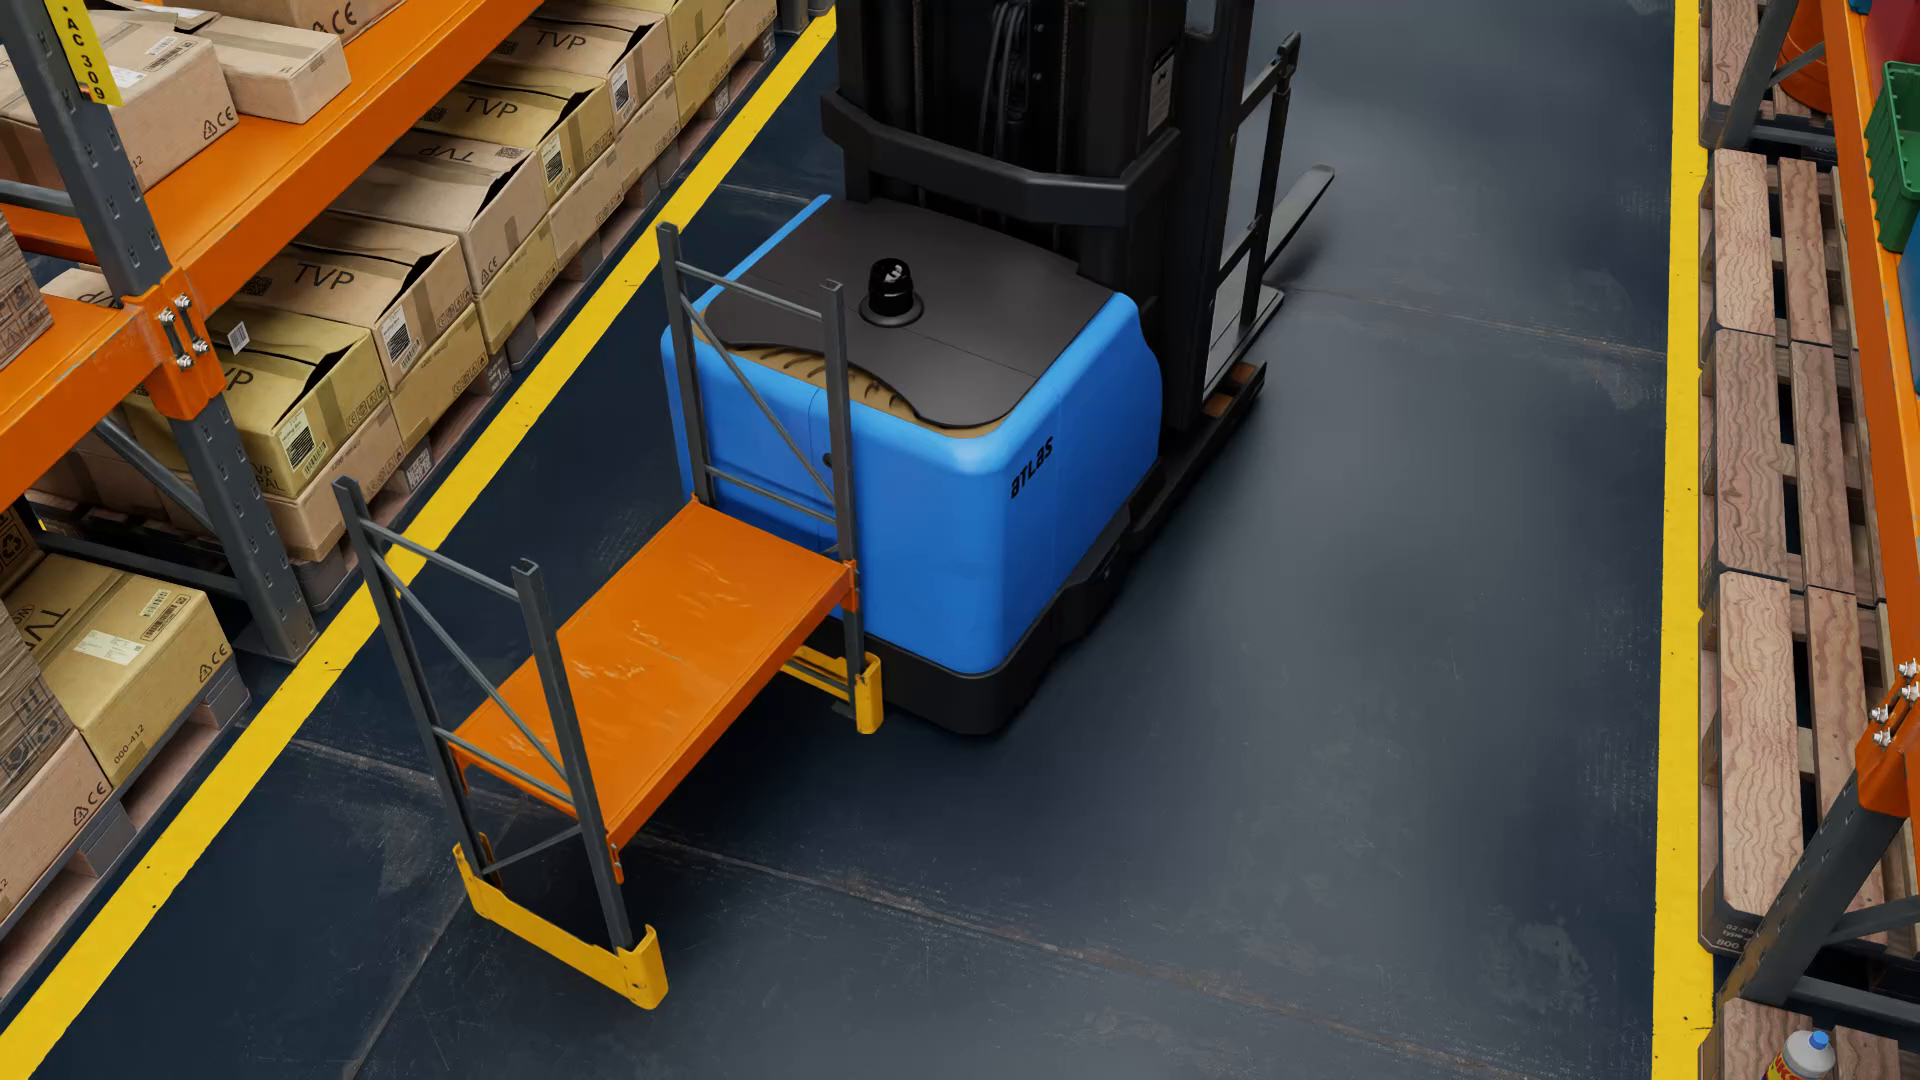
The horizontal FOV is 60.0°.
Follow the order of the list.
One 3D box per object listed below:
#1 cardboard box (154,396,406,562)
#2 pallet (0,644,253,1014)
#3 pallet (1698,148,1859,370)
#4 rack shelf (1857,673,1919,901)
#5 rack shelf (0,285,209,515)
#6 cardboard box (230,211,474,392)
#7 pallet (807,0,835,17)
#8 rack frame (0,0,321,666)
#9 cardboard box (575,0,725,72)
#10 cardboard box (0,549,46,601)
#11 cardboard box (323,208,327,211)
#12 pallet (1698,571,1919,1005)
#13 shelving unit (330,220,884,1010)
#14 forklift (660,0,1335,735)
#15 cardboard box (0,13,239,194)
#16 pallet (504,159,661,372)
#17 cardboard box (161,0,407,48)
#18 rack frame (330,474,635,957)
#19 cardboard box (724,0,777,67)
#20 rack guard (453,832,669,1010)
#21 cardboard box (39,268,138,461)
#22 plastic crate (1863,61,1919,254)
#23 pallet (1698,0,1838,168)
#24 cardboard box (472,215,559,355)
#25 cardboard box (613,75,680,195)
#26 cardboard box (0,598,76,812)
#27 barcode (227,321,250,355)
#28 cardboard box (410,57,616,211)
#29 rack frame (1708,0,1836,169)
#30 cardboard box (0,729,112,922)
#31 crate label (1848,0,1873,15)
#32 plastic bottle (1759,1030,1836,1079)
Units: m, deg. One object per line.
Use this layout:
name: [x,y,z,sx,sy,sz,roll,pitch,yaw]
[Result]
cardboard box: [-2.043,-0.234,5.010,0.500,0.250,0.500,12,46,12]
pallet: [-2.682,0.667,4.417,1.003,0.211,1.213,13,46,13]
pallet: [3.258,-0.960,6.081,1.003,0.211,1.213,13,46,13]
rack shelf: [1.712,1.791,1.789,1.077,0.370,4.000,13,46,13]
rack shelf: [-3.007,0.740,2.864,1.077,0.370,4.000,13,46,13]
cardboard box: [-1.882,-0.774,5.161,0.500,0.311,0.500,12,46,12]
pallet: [-0.928,-3.010,8.175,1.003,0.211,1.213,13,46,13]
rack frame: [-2.401,-0.851,3.975,1.000,3.000,0.127,13,46,13]
cardboard box: [-1.265,-2.136,6.552,0.500,0.311,0.500,12,46,12]
cardboard box: [-2.831,0.227,4.539,0.500,0.250,0.500,13,46,13]
cardboard box: [-2.247,-1.229,5.626,0.500,0.311,0.500,12,46,12]
pallet: [2.519,0.666,4.418,1.003,0.211,1.213,13,46,13]
shelving unit: [-0.735,0.191,3.982,0.587,1.500,1.083,22,49,21]
forklift: [0.388,-1.528,4.716,1.130,2.935,3.031,22,49,21]
cardboard box: [-2.294,-1.134,4.372,0.500,0.250,0.500,15,46,15]
pallet: [-1.848,-1.169,6.294,1.003,0.211,1.213,13,46,13]
cardboard box: [-1.994,-1.746,4.818,0.500,0.500,0.500,16,47,15]
rack frame: [-0.997,0.503,3.663,0.500,1.500,0.032,22,49,21]
cardboard box: [-1.117,-2.282,7.103,0.500,0.250,0.500,14,46,13]
rack guard: [-0.987,0.938,4.112,0.587,0.250,0.087,22,49,21]
cardboard box: [-2.552,-0.549,4.931,0.500,0.311,0.500,13,46,13]
plastic crate: [2.577,-0.944,4.221,0.450,0.188,0.662,13,46,13]
pallet: [3.729,-2.003,7.146,1.003,0.211,1.213,13,46,13]
cardboard box: [-1.733,-0.921,5.712,0.500,0.250,0.500,11,45,11]
cardboard box: [-1.425,-1.603,6.409,0.500,0.250,0.500,14,46,13]
cardboard box: [-2.496,0.400,3.826,0.500,0.500,0.500,13,46,13]
barcode: [-1.927,-0.539,4.443,0.001,0.075,0.075,13,46,13]
cardboard box: [-1.575,-1.466,5.868,0.500,0.311,0.500,14,46,14]
rack frame: [3.529,-2.465,5.625,1.000,3.000,0.127,13,46,13]
cardboard box: [-2.494,0.669,4.088,0.500,0.250,0.500,13,46,13]
crate label: [2.971,-1.873,4.994,0.502,0.435,0.616,13,46,13]
plastic bottle: [1.804,1.138,3.578,0.097,0.271,0.097,0,44,0]
